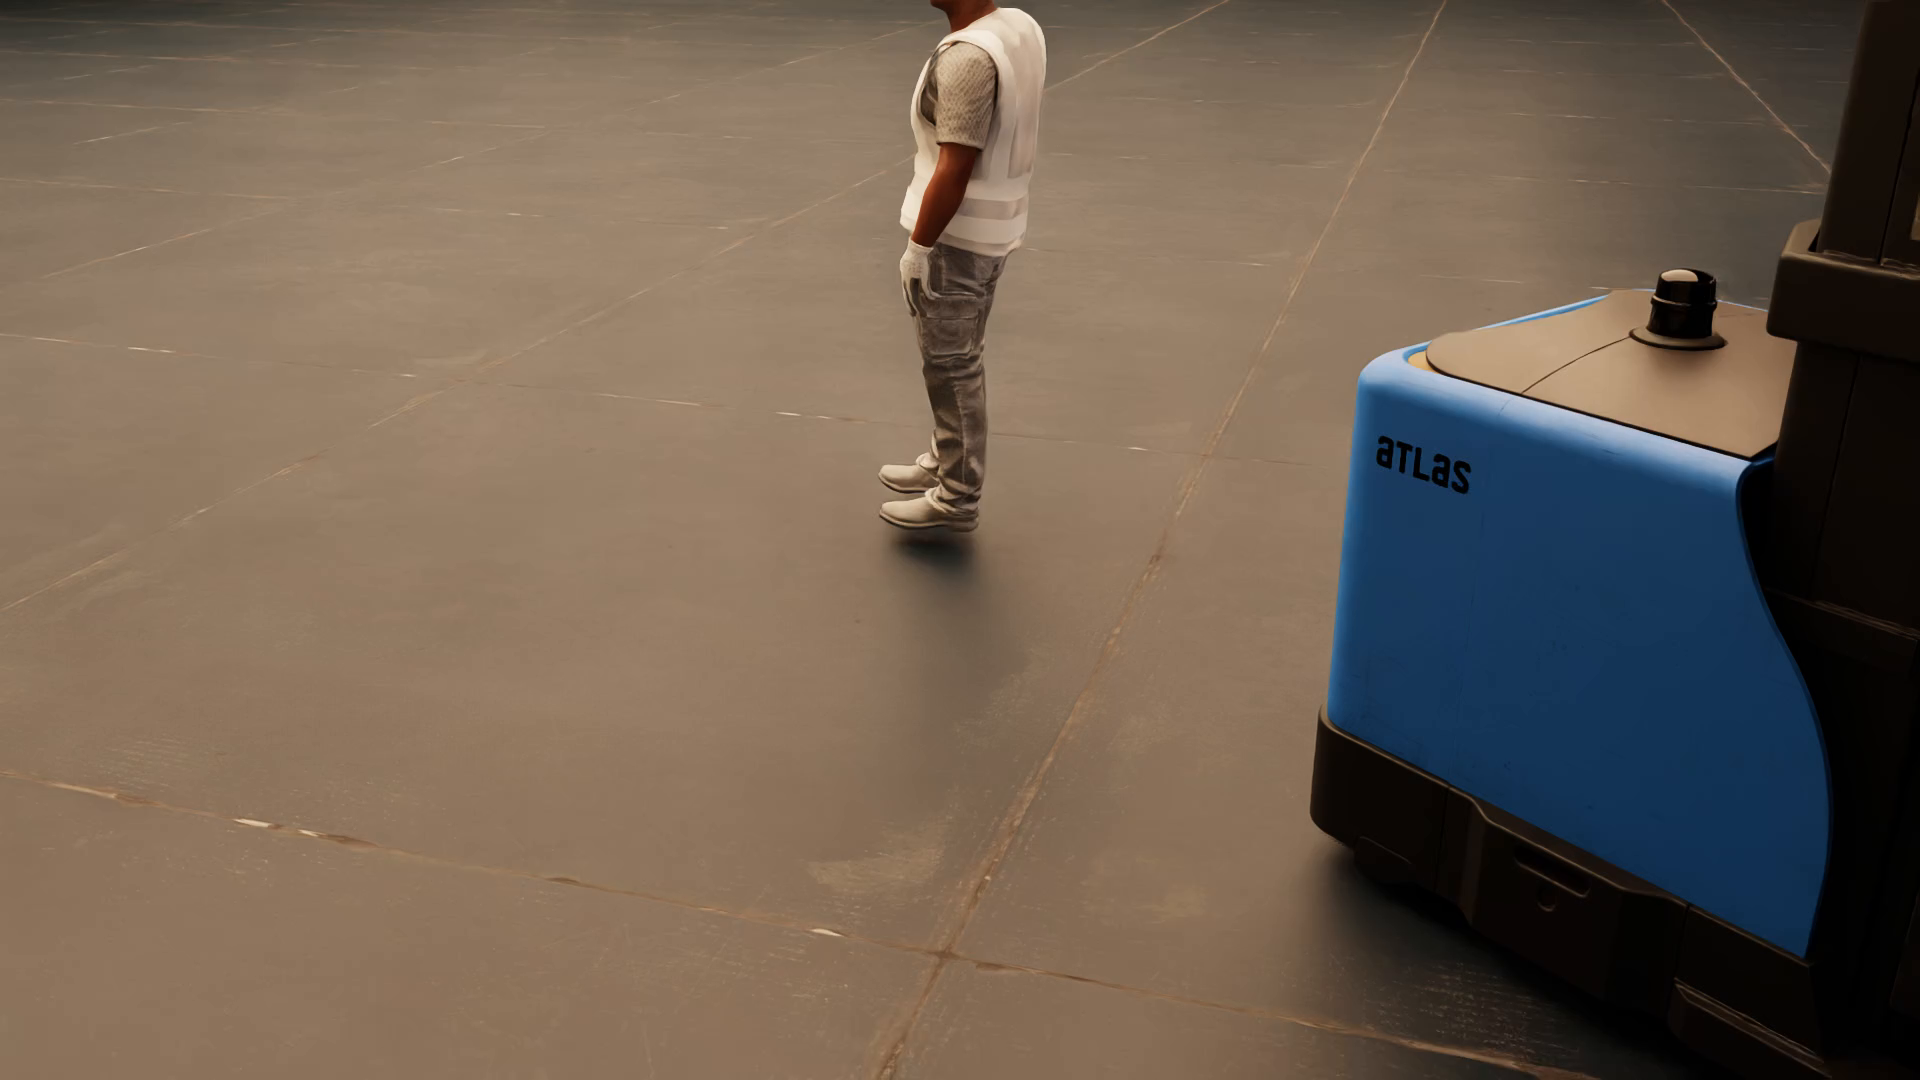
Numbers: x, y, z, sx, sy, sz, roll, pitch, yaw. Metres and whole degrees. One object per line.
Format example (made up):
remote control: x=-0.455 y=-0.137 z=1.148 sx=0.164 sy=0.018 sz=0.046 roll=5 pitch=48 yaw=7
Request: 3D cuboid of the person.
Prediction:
person: x=-0.067 y=-0.879 z=4.789 sx=0.575 sy=1.784 sz=0.656 roll=7 pitch=23 yaw=16

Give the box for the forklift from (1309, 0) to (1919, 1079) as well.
forklift: x=2.038 y=-0.375 z=2.188 sx=1.130 sy=2.935 sz=3.031 roll=-16 pitch=28 yaw=-34
